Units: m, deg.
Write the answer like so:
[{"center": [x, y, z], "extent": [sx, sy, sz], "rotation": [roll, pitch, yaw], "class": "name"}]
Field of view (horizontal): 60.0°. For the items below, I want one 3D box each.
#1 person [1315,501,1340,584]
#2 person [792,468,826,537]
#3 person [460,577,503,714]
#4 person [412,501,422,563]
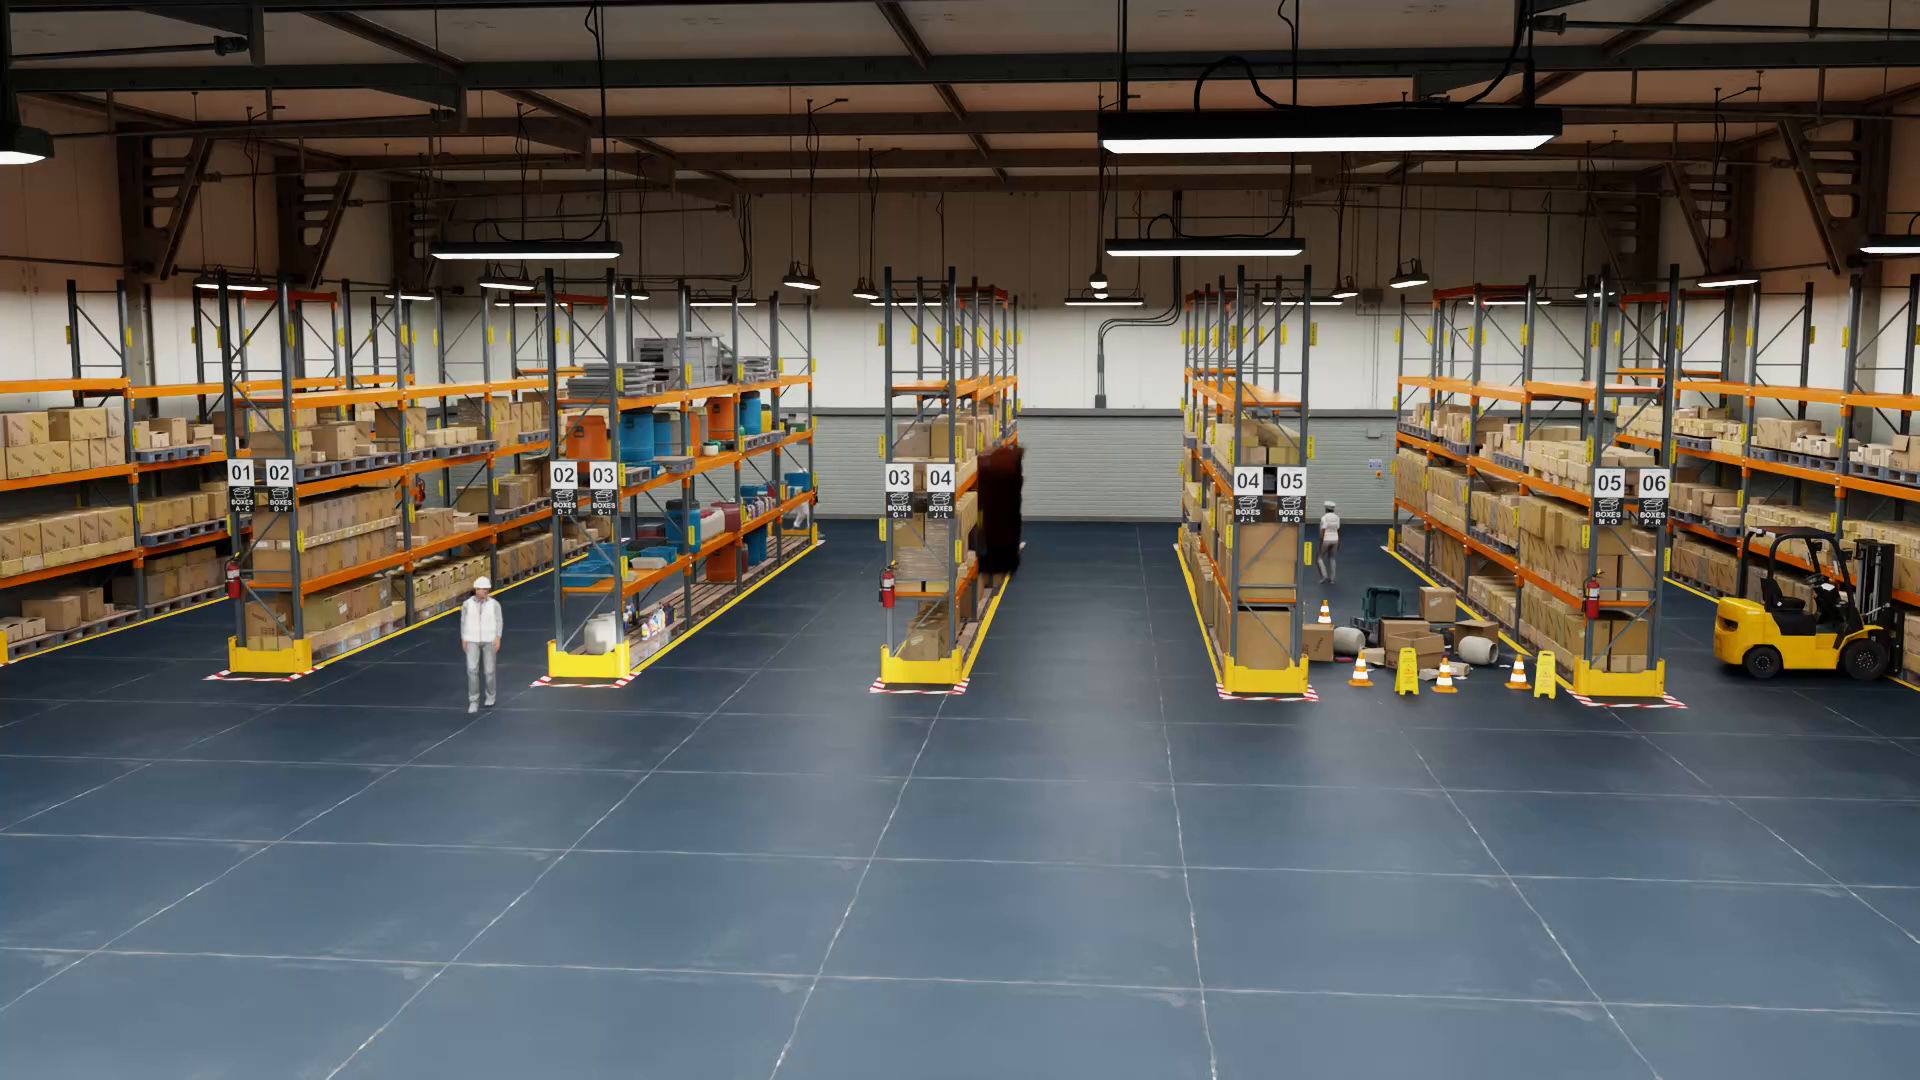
[{"center": [7.527, 0.062, 33.963], "extent": [0.485, 1.698, 0.370], "rotation": [-3, 8, -23], "class": "person"}, {"center": [-3.783, -0.937, 41.519], "extent": [0.970, 1.737, 0.561], "rotation": [2, 7, 13], "class": "person"}, {"center": [-6.469, 1.411, 22.515], "extent": [0.561, 1.789, 0.676], "rotation": [-2, 7, -16], "class": "person"}, {"center": [-11.154, 0.037, 34.023], "extent": [0.483, 1.671, 0.463], "rotation": [1, 7, 8], "class": "person"}]
